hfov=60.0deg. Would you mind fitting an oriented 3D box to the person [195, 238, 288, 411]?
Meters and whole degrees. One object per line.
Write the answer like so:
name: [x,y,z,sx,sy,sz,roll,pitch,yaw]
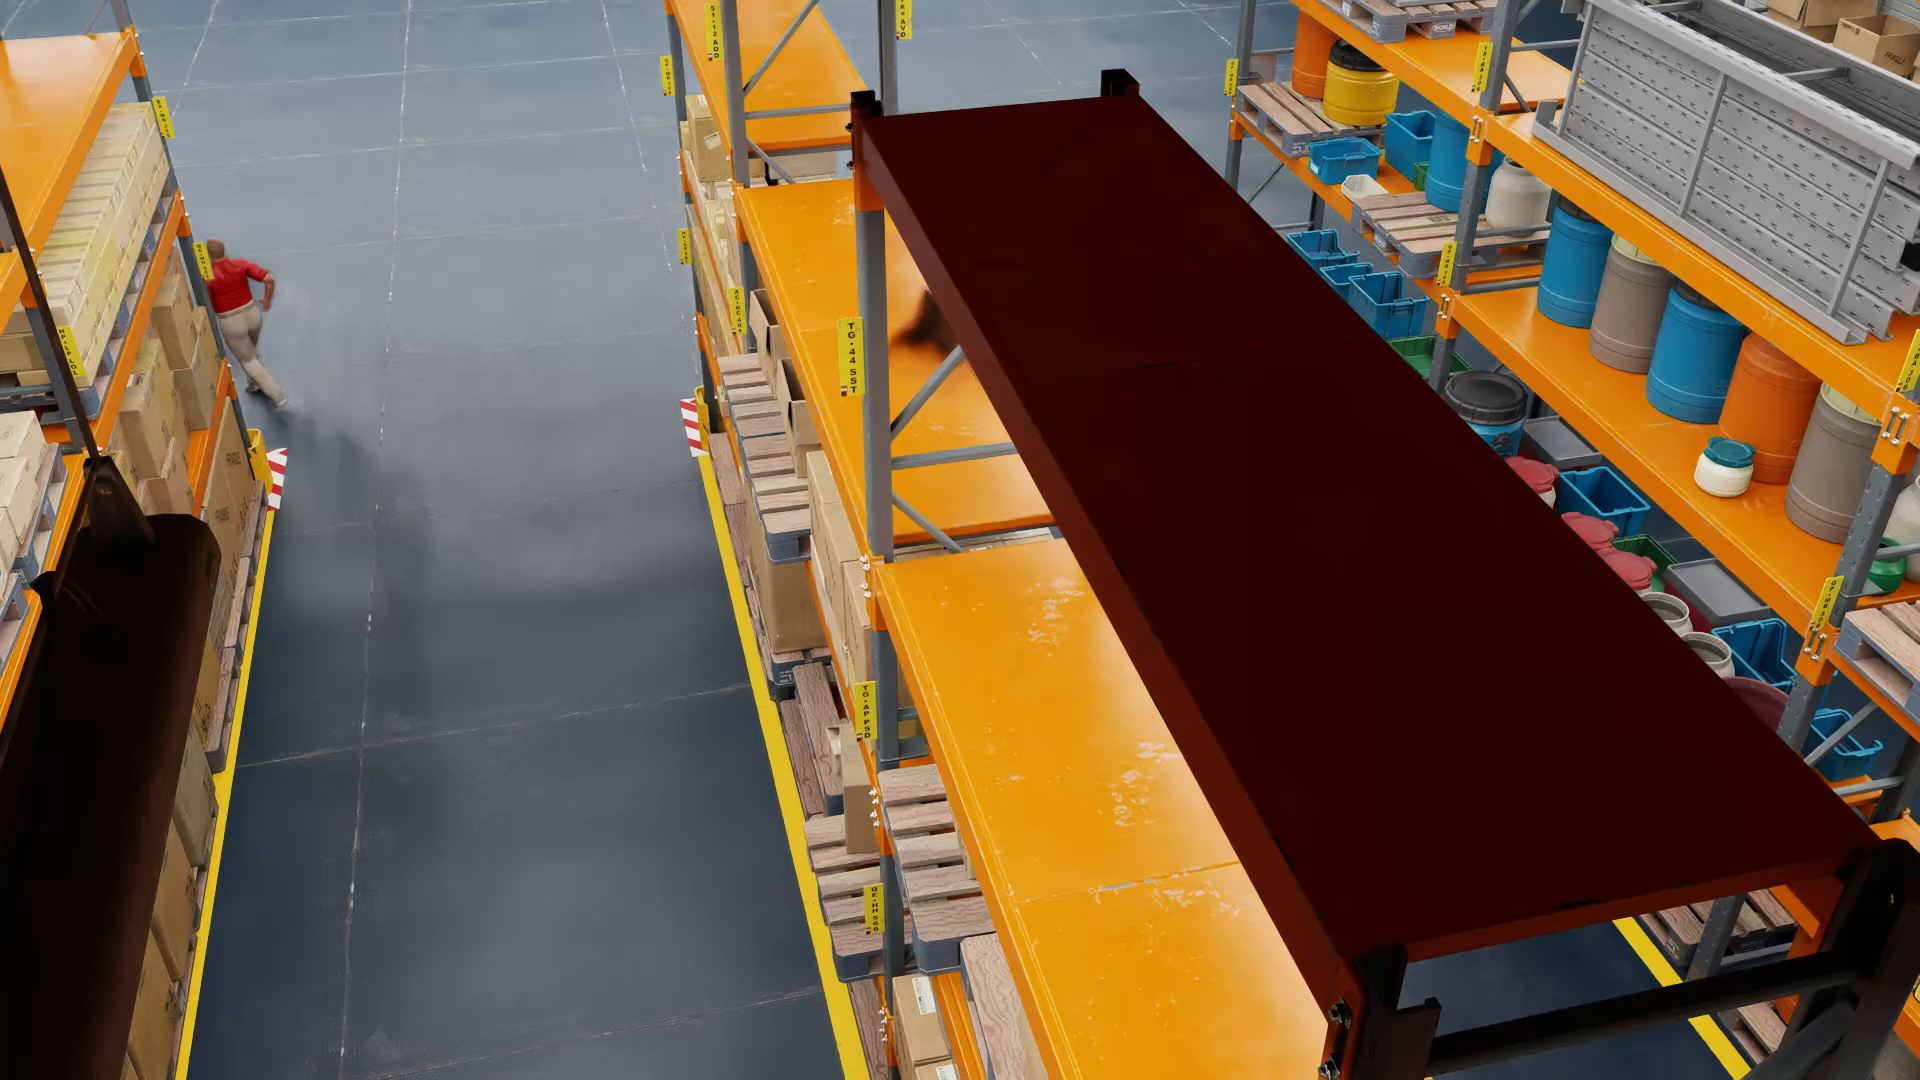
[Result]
person: [-6.706,-1.987,15.485,0.897,1.769,0.669,22,40,29]
